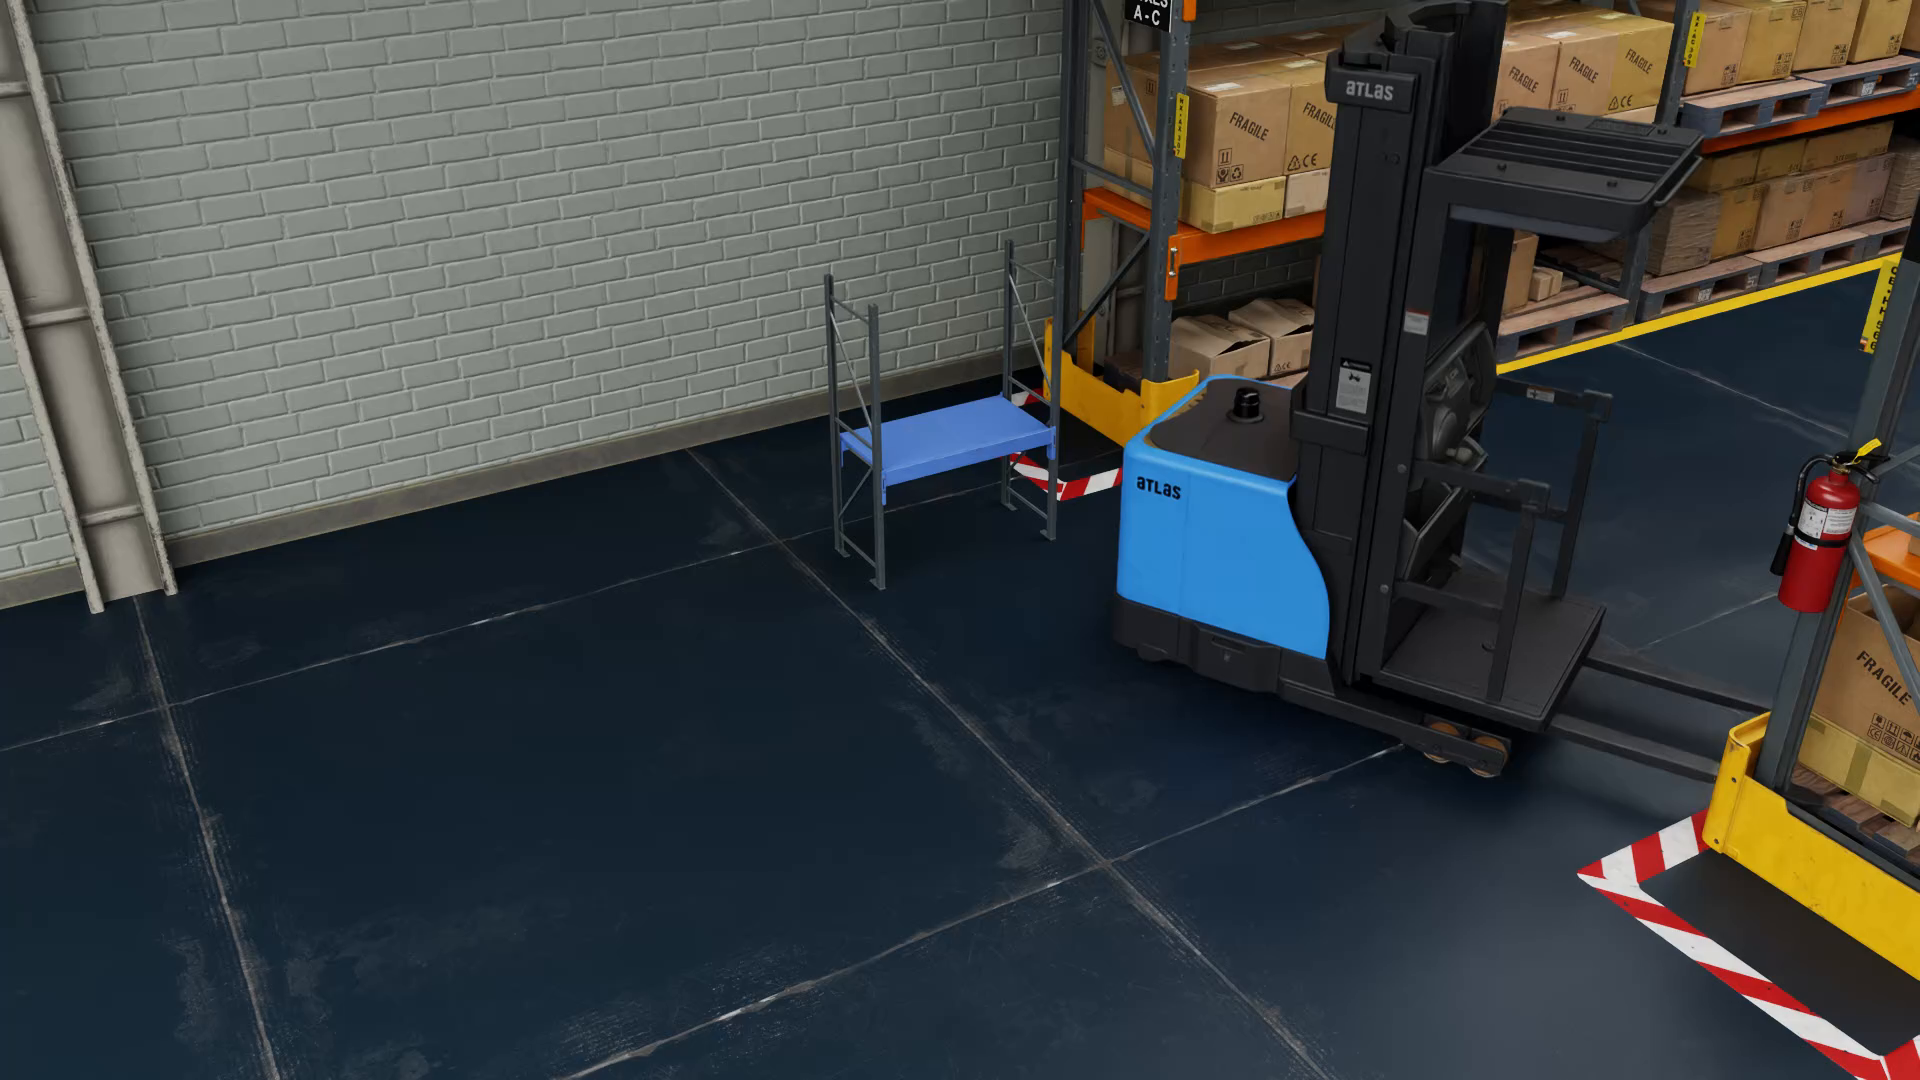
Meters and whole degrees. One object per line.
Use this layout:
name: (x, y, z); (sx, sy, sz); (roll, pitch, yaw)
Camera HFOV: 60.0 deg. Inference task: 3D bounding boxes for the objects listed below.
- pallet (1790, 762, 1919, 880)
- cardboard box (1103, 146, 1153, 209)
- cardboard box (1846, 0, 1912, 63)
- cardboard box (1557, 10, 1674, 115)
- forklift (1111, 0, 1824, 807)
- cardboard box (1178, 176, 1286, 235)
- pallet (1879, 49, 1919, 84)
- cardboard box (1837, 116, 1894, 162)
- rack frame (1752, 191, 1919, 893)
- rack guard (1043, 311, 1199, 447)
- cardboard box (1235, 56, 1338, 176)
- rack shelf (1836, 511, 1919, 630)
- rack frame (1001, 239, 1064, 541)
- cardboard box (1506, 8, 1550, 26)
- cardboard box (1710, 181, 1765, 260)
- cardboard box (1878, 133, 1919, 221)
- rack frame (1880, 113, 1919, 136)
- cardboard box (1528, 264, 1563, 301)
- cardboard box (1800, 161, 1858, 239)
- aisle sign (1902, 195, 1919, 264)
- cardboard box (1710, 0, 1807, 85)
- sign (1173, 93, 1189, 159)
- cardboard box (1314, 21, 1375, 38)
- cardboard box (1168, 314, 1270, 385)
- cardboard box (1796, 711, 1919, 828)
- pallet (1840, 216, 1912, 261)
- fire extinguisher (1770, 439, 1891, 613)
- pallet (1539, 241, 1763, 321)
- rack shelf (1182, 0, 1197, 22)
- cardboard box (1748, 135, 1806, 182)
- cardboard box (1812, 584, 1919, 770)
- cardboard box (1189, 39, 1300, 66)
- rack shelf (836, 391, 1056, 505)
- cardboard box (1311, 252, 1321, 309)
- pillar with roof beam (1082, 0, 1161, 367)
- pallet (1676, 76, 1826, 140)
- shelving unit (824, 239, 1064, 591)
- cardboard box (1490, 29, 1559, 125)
pallet: (4.024, 1.076, 6.582); (1.213, 0.211, 1.003); (-16, 33, -26)
cardboard box: (1.178, -2.141, 9.660); (0.500, 0.250, 0.500); (-15, 32, -26)
cardboard box: (6.308, -3.764, 11.907); (0.500, 0.500, 0.700); (-16, 33, -26)
cardboard box: (4.071, -3.009, 10.456); (0.500, 0.500, 0.500); (-16, 33, -26)
forklift: (2.228, -0.585, 6.777); (3.031, 2.935, 1.130); (17, 33, 28)
cardboard box: (1.455, -1.933, 9.283); (0.500, 0.250, 0.500); (-17, 33, -28)
pallet: (7.210, -3.658, 12.473); (1.003, 0.211, 1.213); (-16, 33, -26)
cardboard box: (6.653, -3.076, 12.575); (0.500, 0.250, 0.500); (-15, 32, -25)
rack frame: (3.386, 0.060, 5.537); (0.127, 3.000, 1.000); (-16, 33, -26)
rack guard: (0.939, -0.927, 9.912); (0.348, 0.500, 1.175); (-16, 33, -26)
cardboard box: (1.868, -2.383, 9.321); (0.500, 0.500, 0.500); (-16, 33, -26)
rack shelf: (5.111, -0.115, 6.598); (4.000, 0.370, 1.077); (-16, 33, -26)
rack frame: (0.365, -0.760, 8.575); (0.032, 1.500, 0.500); (-16, 33, -26)
cardboard box: (3.363, -3.100, 10.622); (0.500, 0.500, 0.500); (-16, 33, -27)
cardboard box: (5.368, -2.415, 12.153); (0.500, 0.500, 0.700); (-17, 33, -27)
cardboard box: (7.176, -2.861, 12.962); (0.500, 0.500, 0.700); (-15, 32, -26)
rack frame: (7.771, -3.961, 12.823); (0.127, 3.000, 1.000); (-16, 33, -26)
cardboard box: (3.876, -1.791, 11.367); (0.250, 0.166, 0.380); (-21, 35, -33)
cardboard box: (6.259, -2.650, 12.580); (0.500, 0.500, 0.700); (-16, 33, -27)
aisle sign: (3.181, -1.185, 5.101); (0.004, 0.787, 0.394); (-16, 33, -26)
cardboard box: (5.264, -3.463, 11.361); (0.500, 0.500, 0.700); (-12, 31, -21)
sign: (1.148, -2.156, 8.656); (0.005, 0.325, 0.100); (-16, 33, -26)
cardboard box: (2.489, -2.849, 10.166); (0.500, 0.500, 0.500); (-15, 32, -26)
cardboard box: (1.515, -1.150, 10.057); (0.500, 0.311, 0.500); (-20, 35, -32)
cardboard box: (3.699, 0.826, 6.561); (0.500, 0.250, 0.500); (-16, 33, -26)
pallet: (7.096, -2.550, 13.151); (1.213, 0.211, 1.003); (-16, 33, -26)
fire extinguisher: (3.049, -0.071, 5.854); (0.183, 0.674, 0.296); (-16, 33, -26)
pallet: (4.993, -1.952, 12.069); (1.213, 0.211, 1.003); (-16, 33, -26)
rack shelf: (2.598, -3.491, 9.611); (4.000, 0.370, 1.077); (-16, 33, -26)
cardboard box: (5.773, -2.834, 12.136); (0.500, 0.250, 0.500); (-17, 33, -28)
cardboard box: (3.698, 0.496, 6.381); (0.500, 0.500, 0.500); (-16, 33, -26)
cardboard box: (1.611, -2.597, 9.710); (0.500, 0.500, 0.500); (-15, 32, -26)
rack shelf: (-0.074, -0.478, 8.437); (1.000, 0.185, 0.538); (-16, 33, -26)
cardboard box: (2.665, -1.531, 10.552); (0.500, 0.500, 0.700); (-18, 34, -29)
pillar with roof beam: (3.220, -3.368, 5.539); (0.400, 9.000, 9.100); (-16, 33, -26)
pallet: (5.055, -3.024, 11.324); (1.213, 0.211, 1.003); (-16, 33, -26)
shelving unit: (-0.074, -0.636, 8.350); (1.048, 1.500, 0.538); (-16, 33, -26)
cardboard box: (3.204, -2.765, 10.015); (0.500, 0.500, 0.500); (-17, 33, -28)
